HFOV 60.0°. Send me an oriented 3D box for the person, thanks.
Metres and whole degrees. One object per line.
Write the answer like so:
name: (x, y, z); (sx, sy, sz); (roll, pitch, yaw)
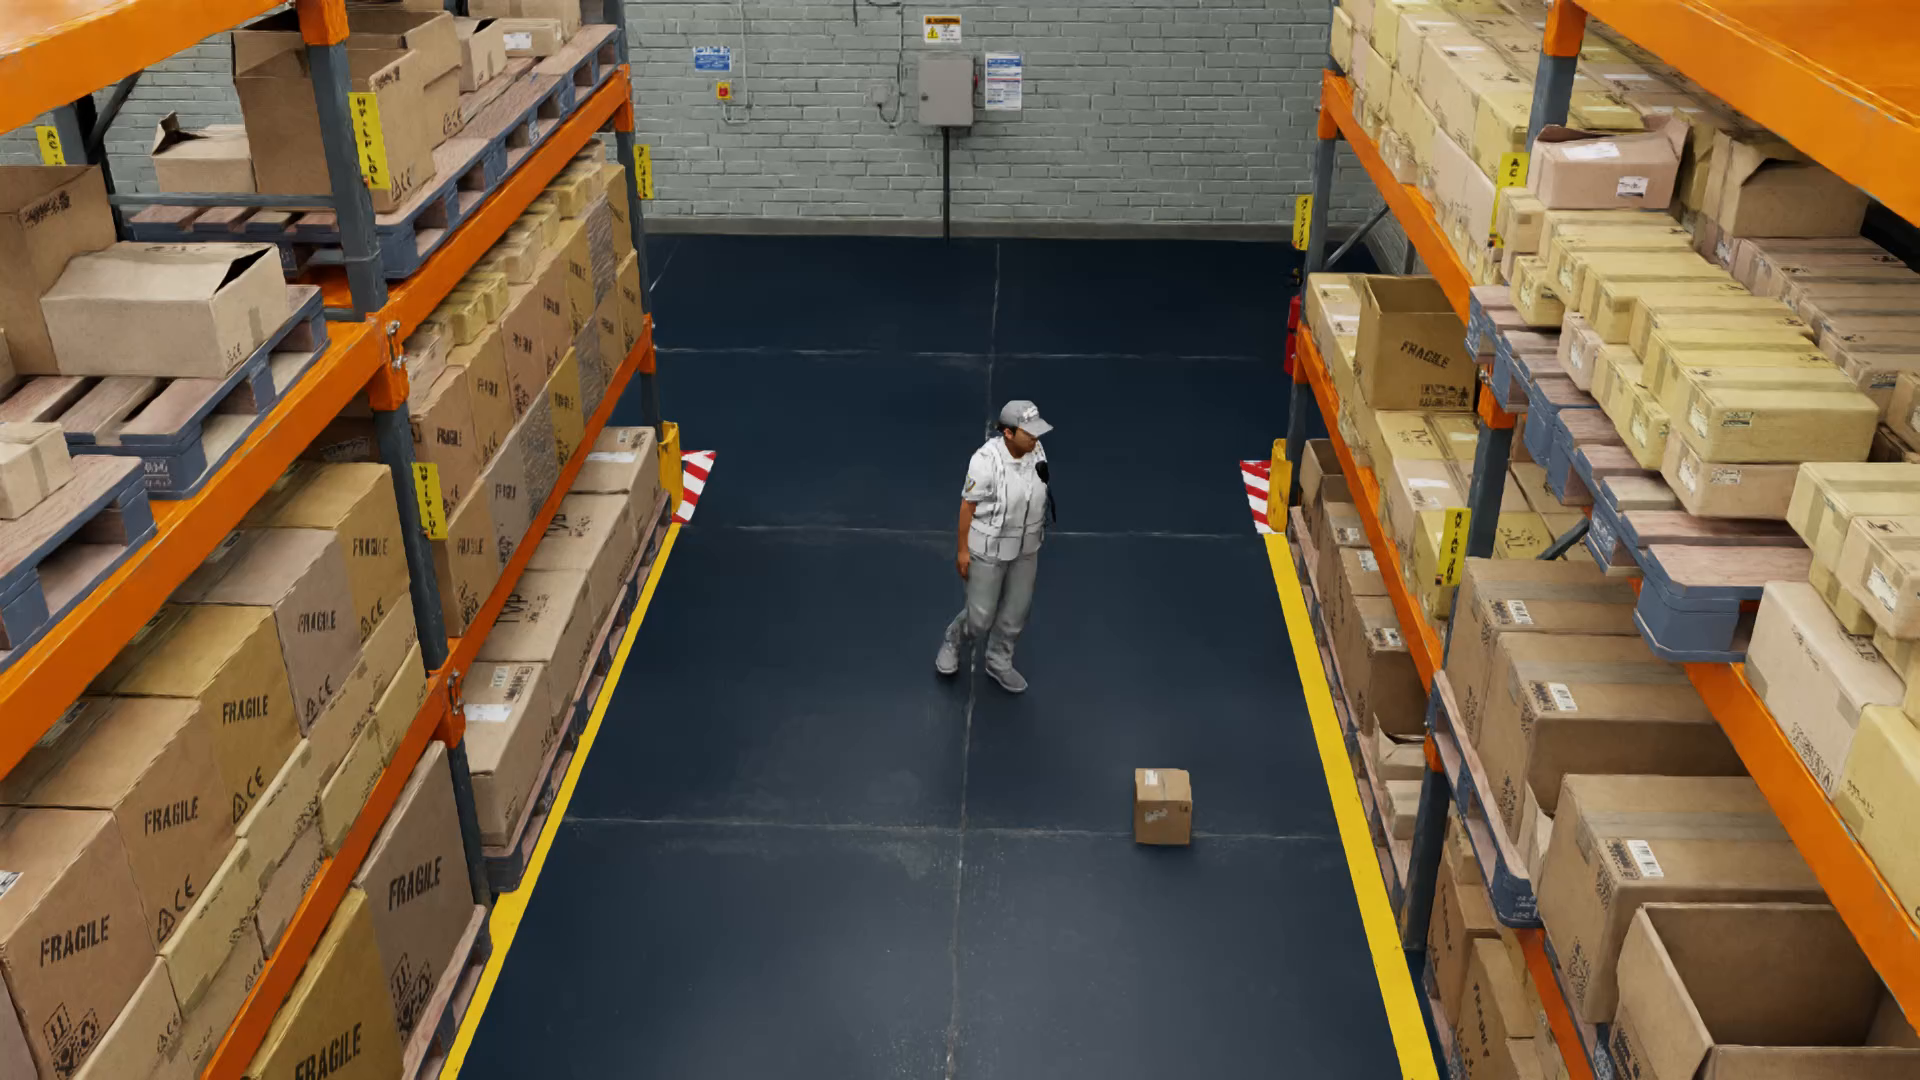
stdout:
person: (0.179, 0.018, 8.586); (0.556, 1.655, 0.576); (-17, 33, -29)
